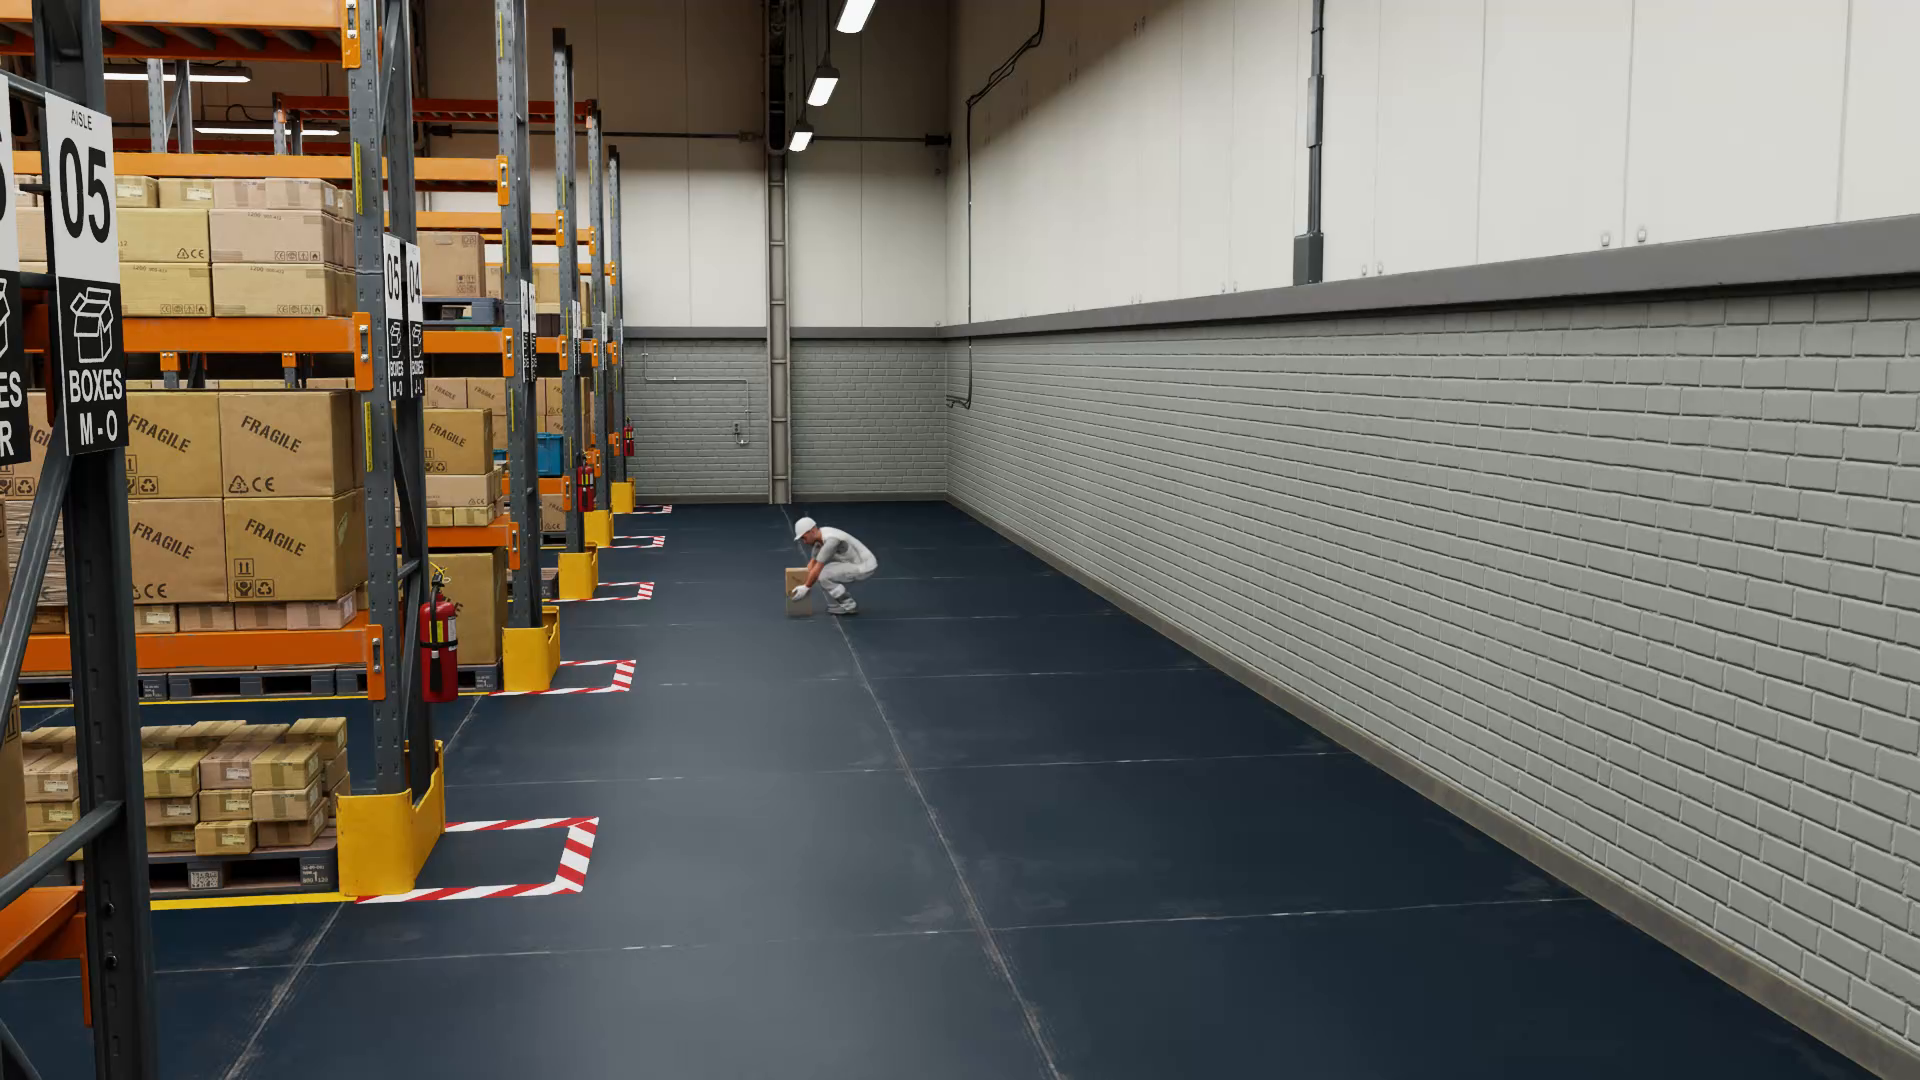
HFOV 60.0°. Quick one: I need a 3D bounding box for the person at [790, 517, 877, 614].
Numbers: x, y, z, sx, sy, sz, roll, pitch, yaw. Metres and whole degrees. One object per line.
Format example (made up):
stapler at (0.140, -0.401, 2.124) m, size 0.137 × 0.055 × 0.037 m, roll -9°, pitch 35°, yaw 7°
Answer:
person at (-1.289, 0.255, 16.934) m, size 0.895 × 0.993 × 0.560 m, roll -1°, pitch 6°, yaw -9°
